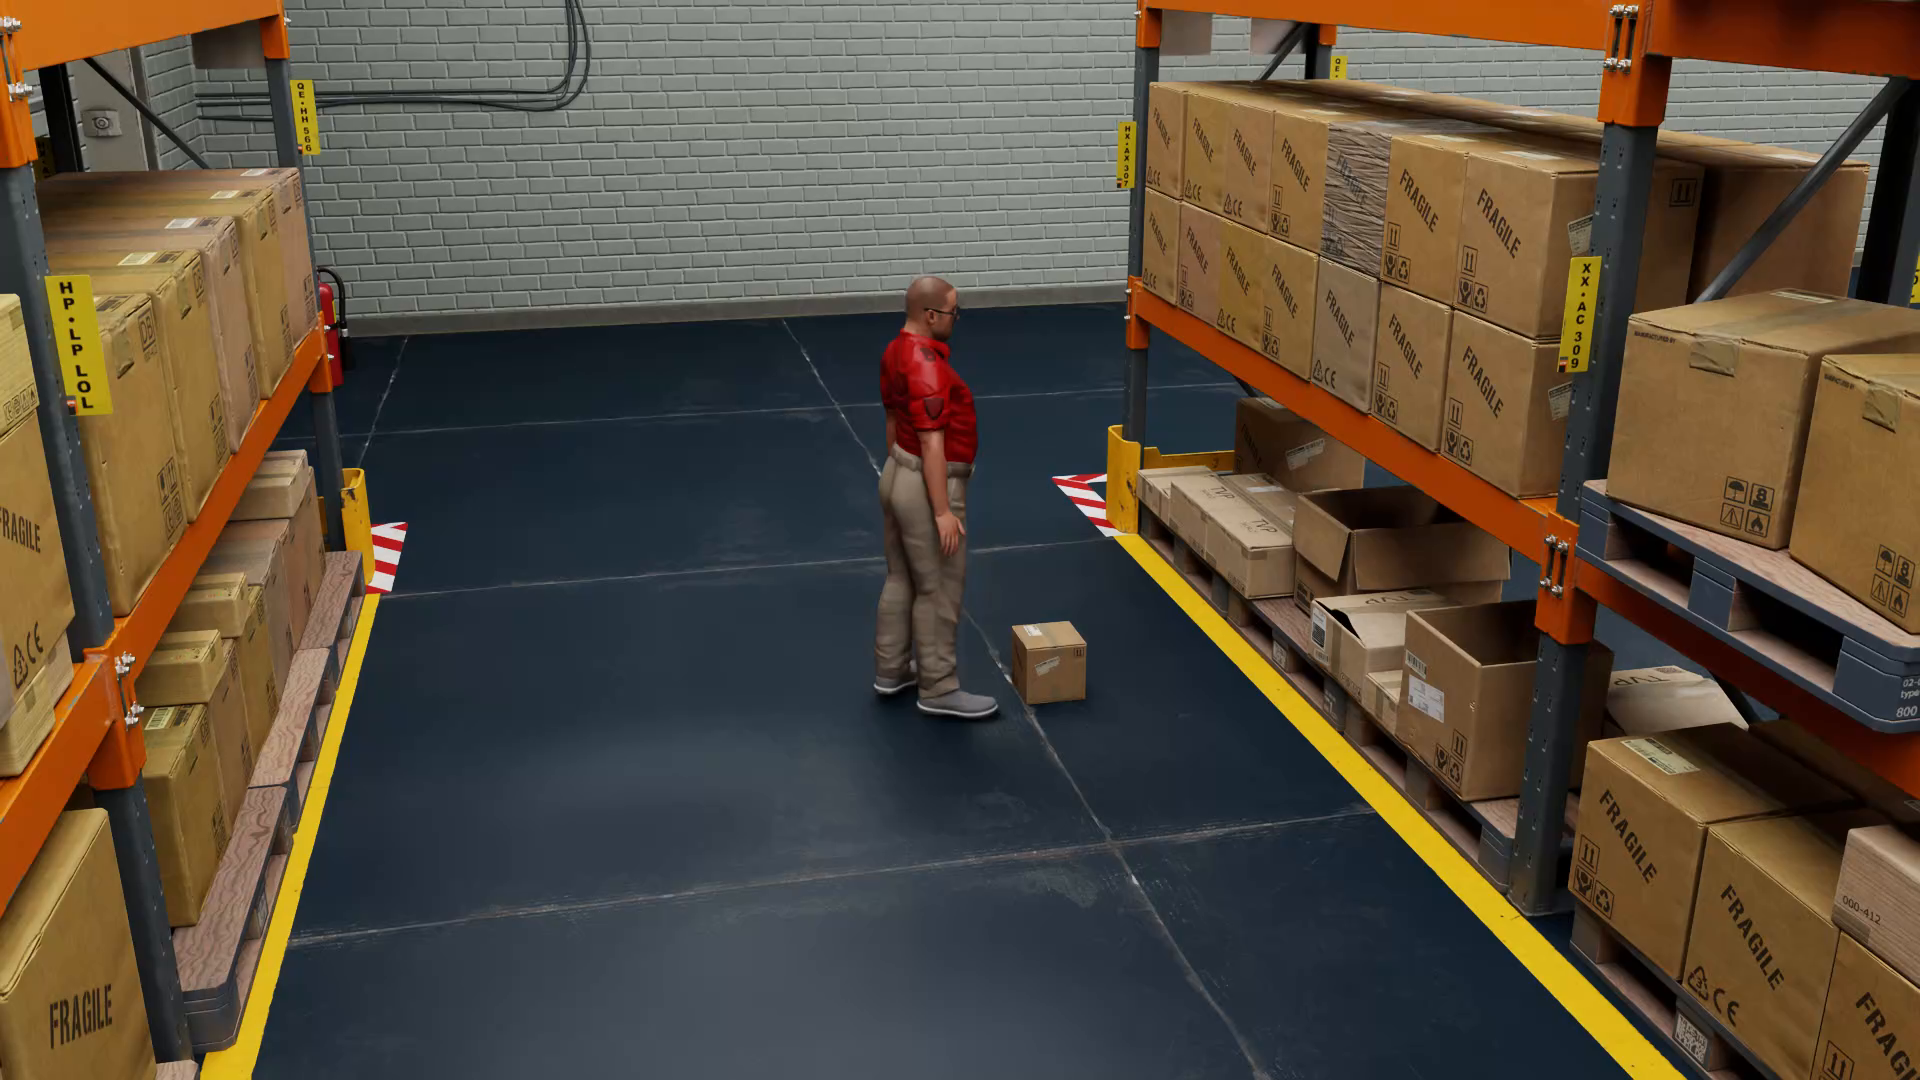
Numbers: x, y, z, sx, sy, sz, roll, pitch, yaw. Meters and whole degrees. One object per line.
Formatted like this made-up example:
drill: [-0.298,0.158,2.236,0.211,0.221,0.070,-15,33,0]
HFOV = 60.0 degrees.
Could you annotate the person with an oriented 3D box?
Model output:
person: [-0.110,-0.164,6.506,0.437,1.734,0.593,-6,20,-18]
